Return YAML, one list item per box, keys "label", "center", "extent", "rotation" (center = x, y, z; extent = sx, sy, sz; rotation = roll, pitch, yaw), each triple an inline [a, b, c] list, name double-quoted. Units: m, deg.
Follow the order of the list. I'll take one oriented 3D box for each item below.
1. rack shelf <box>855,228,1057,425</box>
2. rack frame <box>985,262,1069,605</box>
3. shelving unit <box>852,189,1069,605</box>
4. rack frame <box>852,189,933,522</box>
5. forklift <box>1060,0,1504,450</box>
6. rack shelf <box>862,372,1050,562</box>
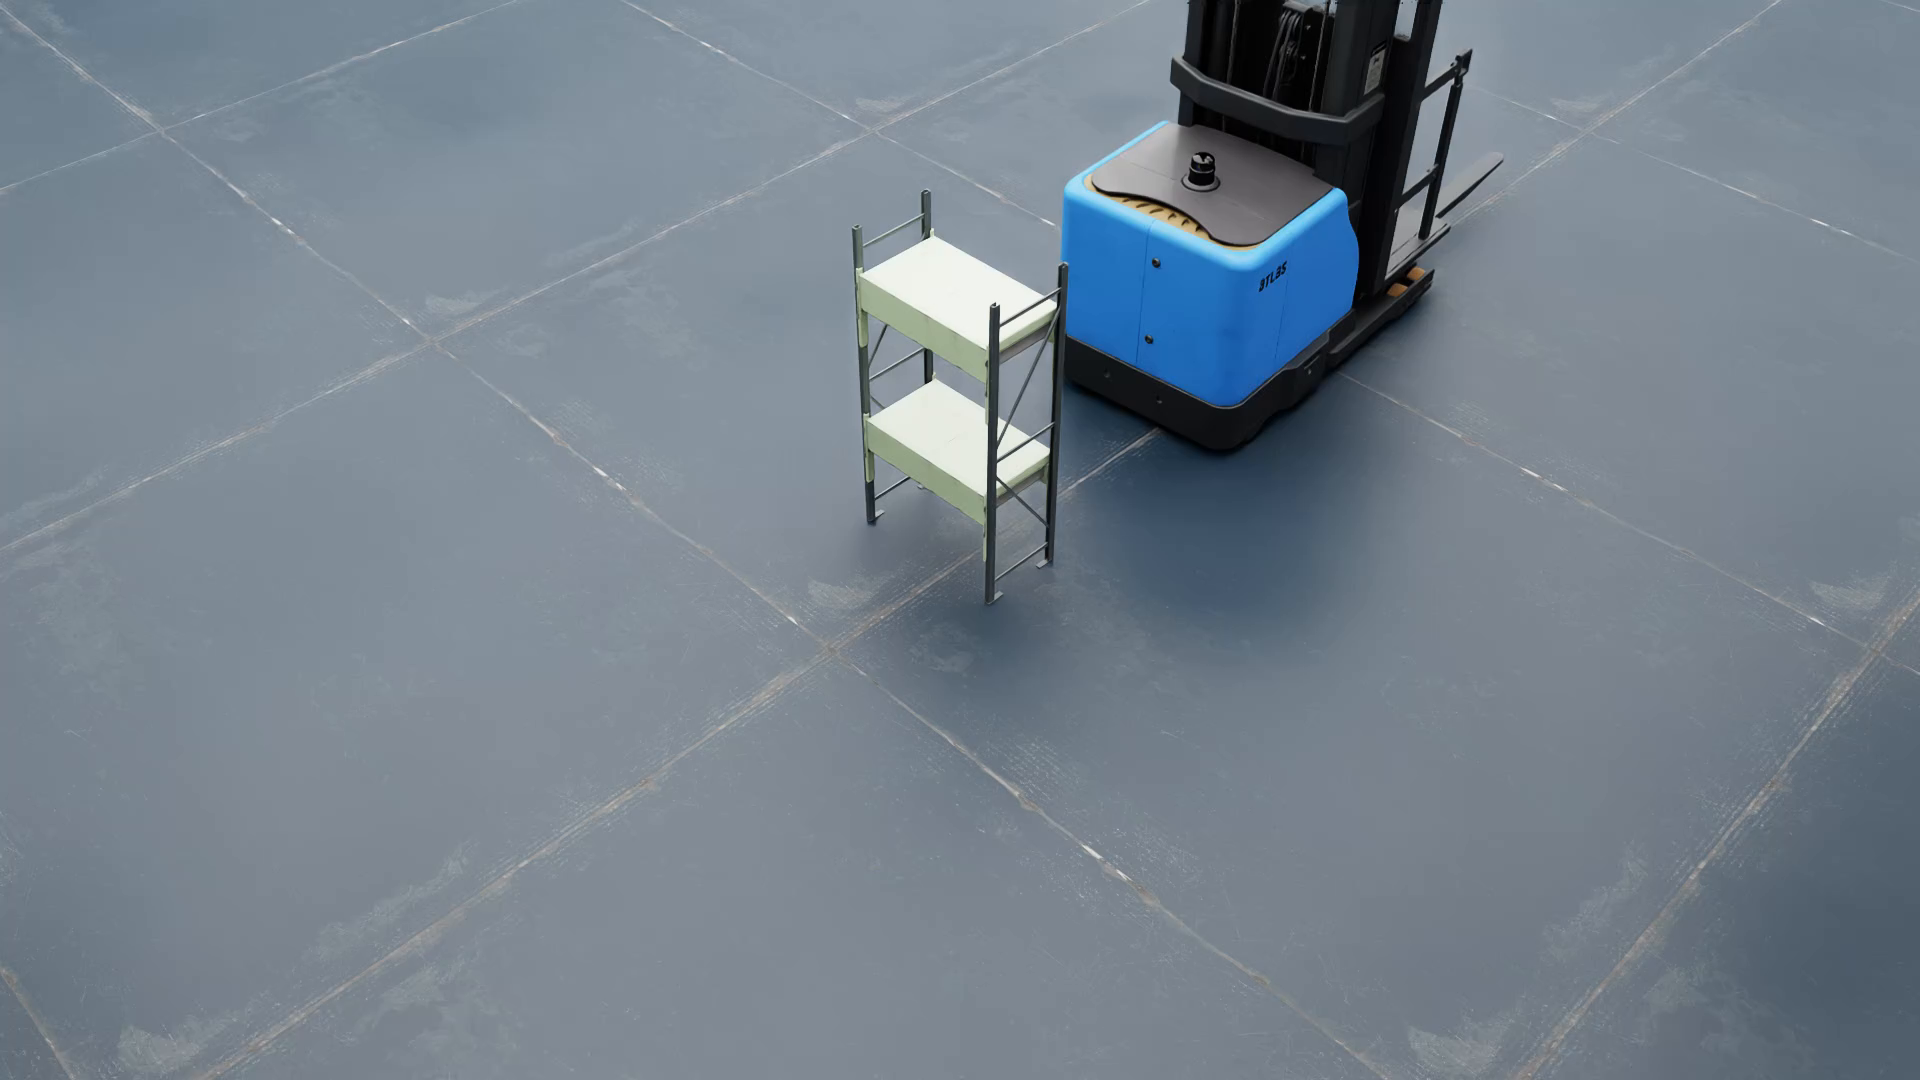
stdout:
- label: "rack shelf"
  center: [-0.005, -0.841, 6.480]
  extent: [0.431, 0.370, 0.720]
  rotation: [-34, 53, -31]
- label: "rack frame"
  center: [0.254, -0.378, 6.554]
  extent: [0.400, 1.500, 0.023]
  rotation: [-34, 53, -31]
- label: "shelving unit"
  center: [-0.005, -0.554, 6.744]
  extent: [0.431, 1.500, 0.755]
  rotation: [-34, 53, -31]
- label: "rack frame"
  center: [-0.263, -0.730, 6.935]
  extent: [0.400, 1.500, 0.023]
  rotation: [-34, 53, -31]
- label: "forklift"
  center: [1.787, -2.417, 7.706]
  extent: [1.130, 2.935, 3.031]
  rotation: [30, 51, 29]
- label: "rack shelf"
  center: [-0.005, -0.315, 6.966]
  extent: [0.431, 0.370, 0.720]
  rotation: [-34, 53, -31]
